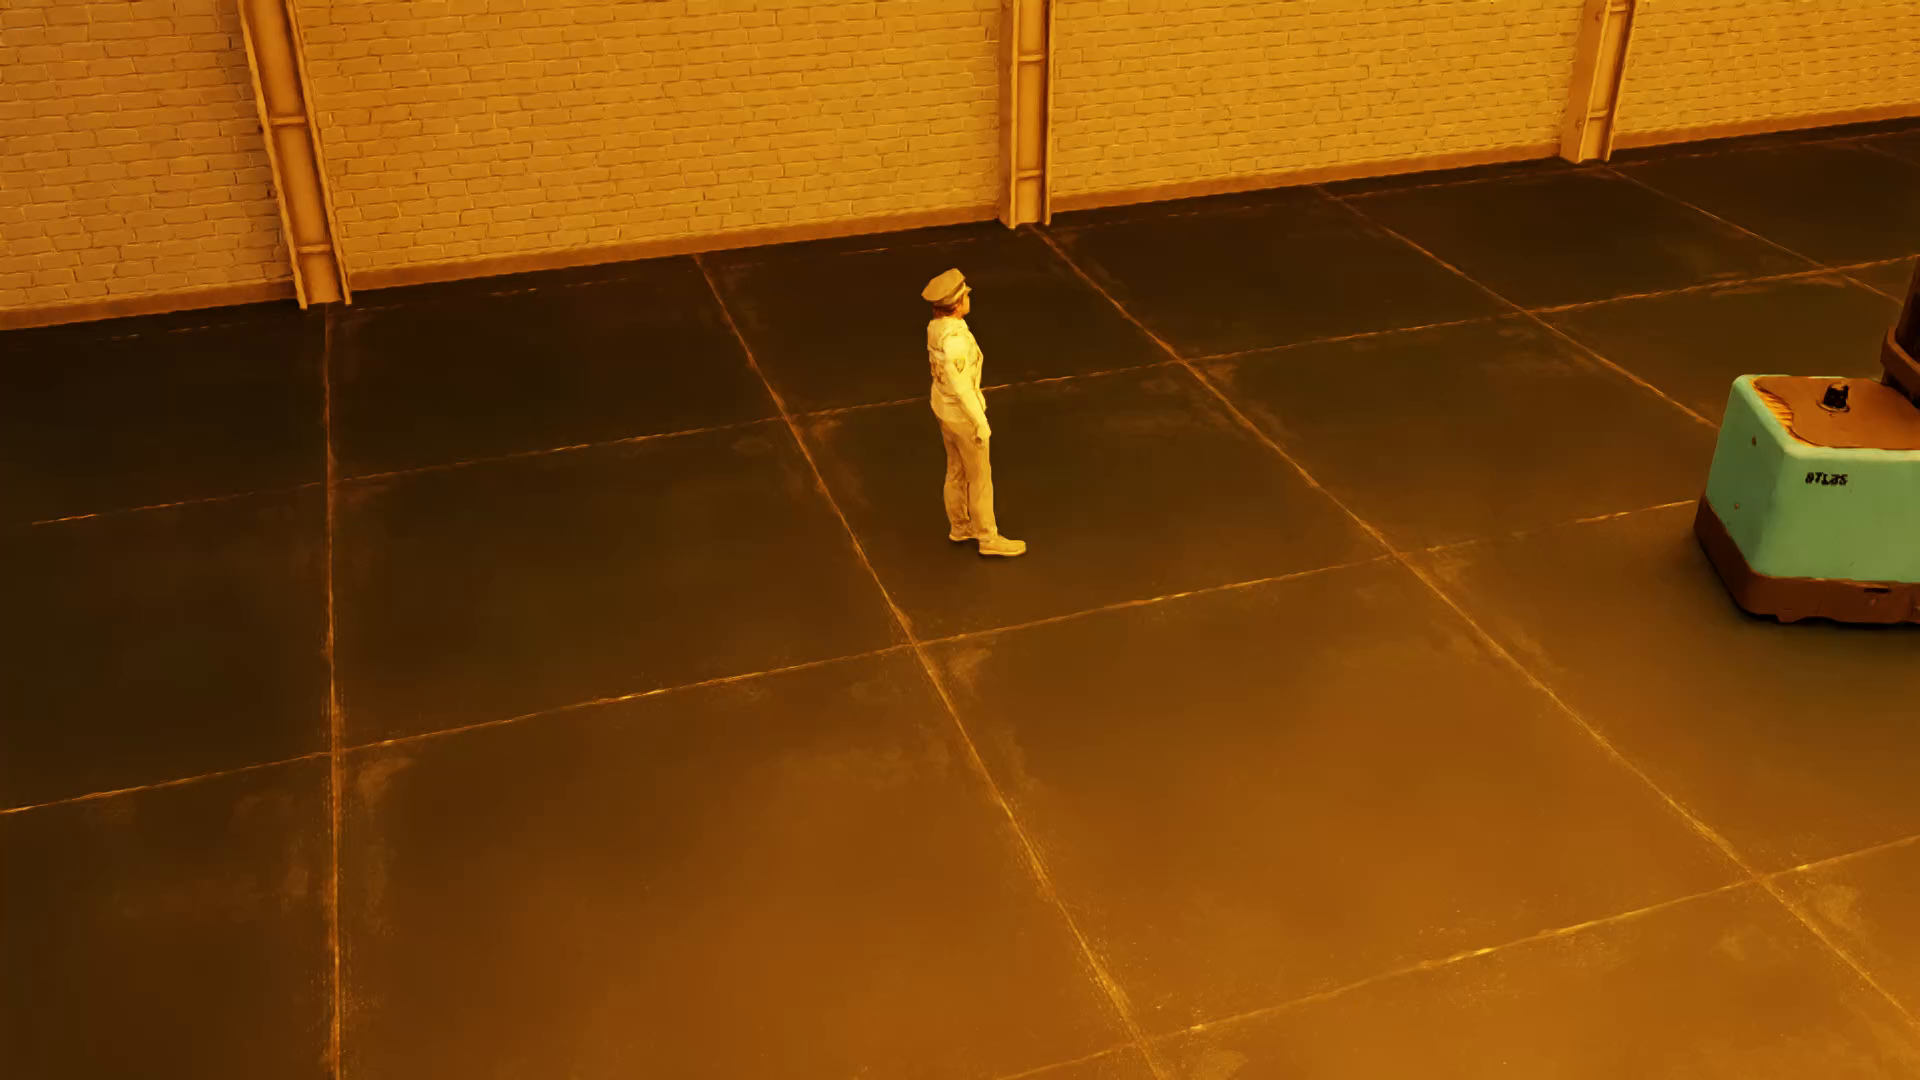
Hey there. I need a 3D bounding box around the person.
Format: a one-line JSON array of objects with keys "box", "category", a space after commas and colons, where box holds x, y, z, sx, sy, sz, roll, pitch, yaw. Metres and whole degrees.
[{"box": [0.066, -0.748, 9.612, 0.532, 1.695, 0.586, -10, 31, -16], "category": "person"}]

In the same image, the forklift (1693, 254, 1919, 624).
[{"box": [5.882, -0.998, 8.821, 3.031, 2.935, 1.130, 2, 30, 4], "category": "forklift"}]
